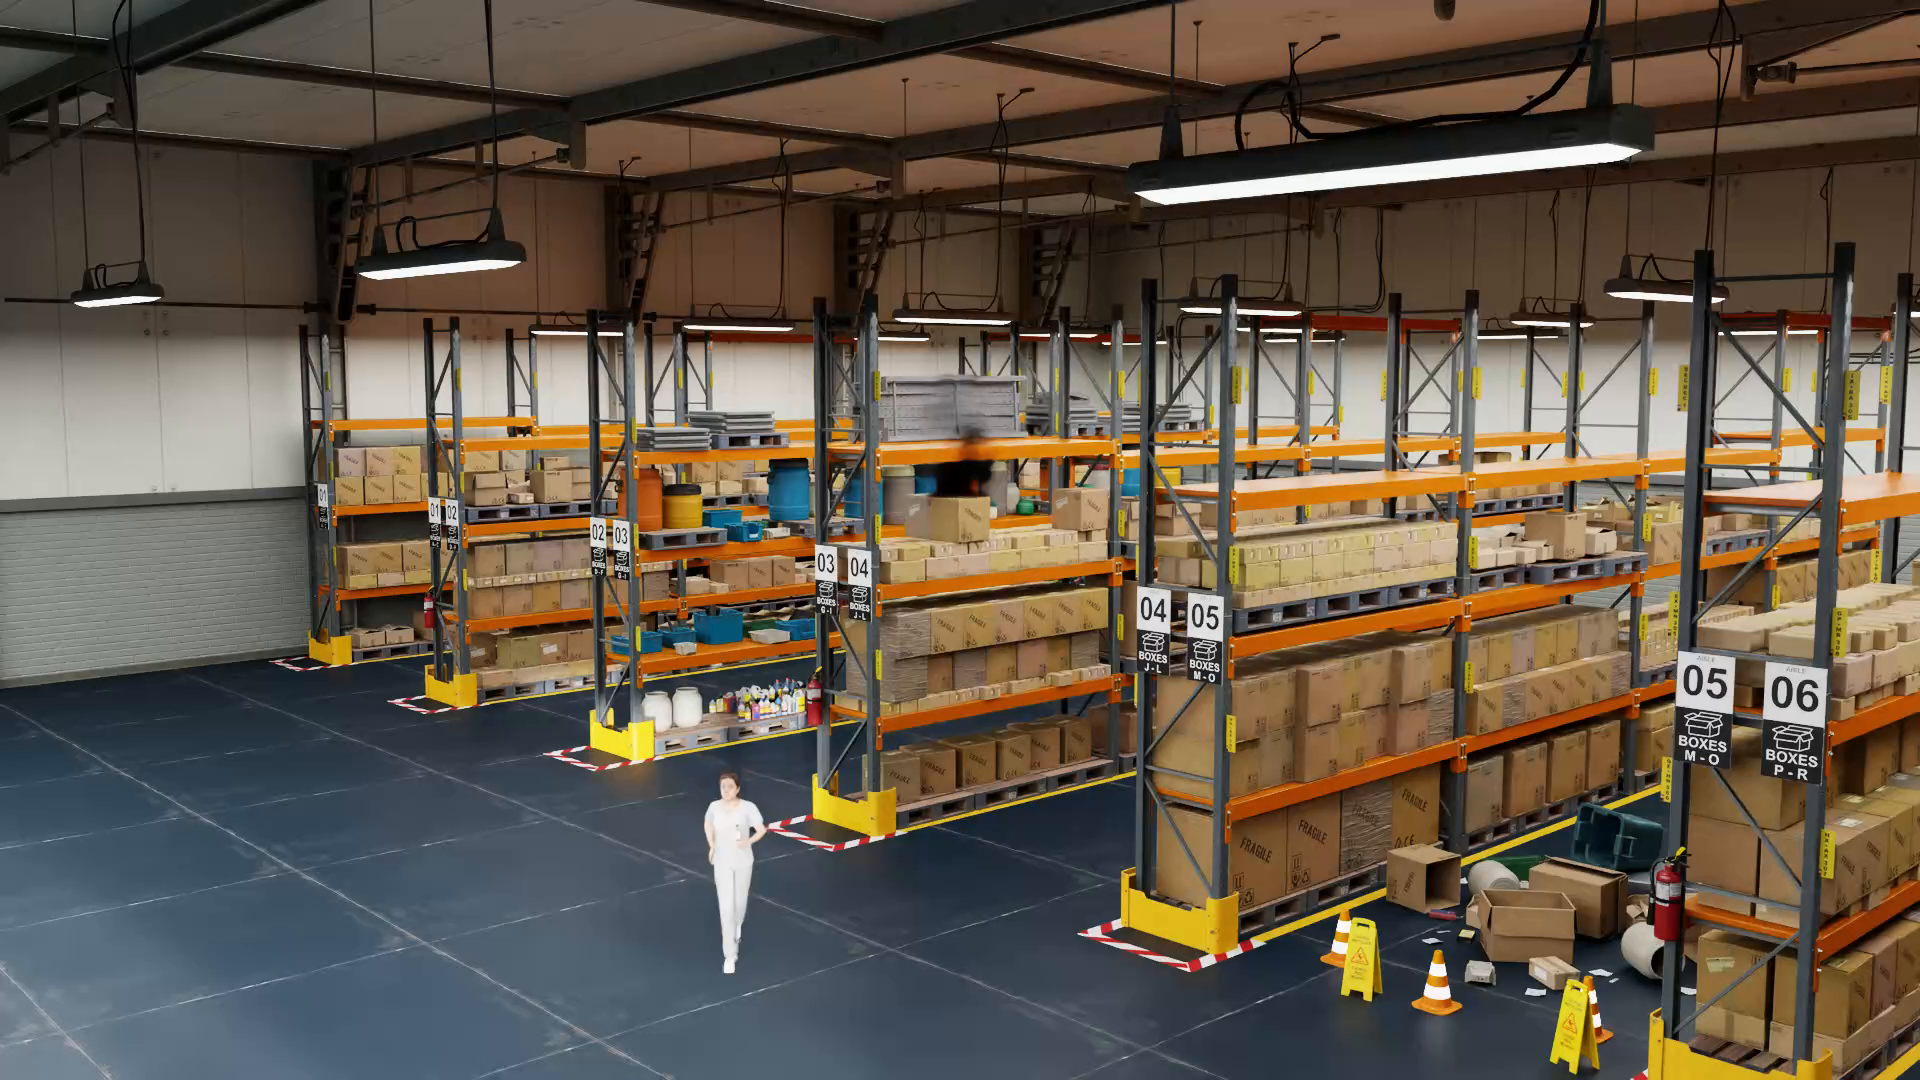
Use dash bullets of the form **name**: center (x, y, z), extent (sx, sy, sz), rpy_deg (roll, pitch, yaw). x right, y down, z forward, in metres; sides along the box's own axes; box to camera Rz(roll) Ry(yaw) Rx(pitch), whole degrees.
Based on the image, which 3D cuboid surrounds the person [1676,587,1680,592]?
- **person**: center (11.445, 1.627, 26.412), extent (0.755, 1.842, 0.677), rpy_deg (-4, 7, -34)

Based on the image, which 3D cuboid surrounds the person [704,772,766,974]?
- **person**: center (-1.981, 2.861, 14.640), extent (0.557, 1.681, 0.892), rpy_deg (0, 6, -3)
